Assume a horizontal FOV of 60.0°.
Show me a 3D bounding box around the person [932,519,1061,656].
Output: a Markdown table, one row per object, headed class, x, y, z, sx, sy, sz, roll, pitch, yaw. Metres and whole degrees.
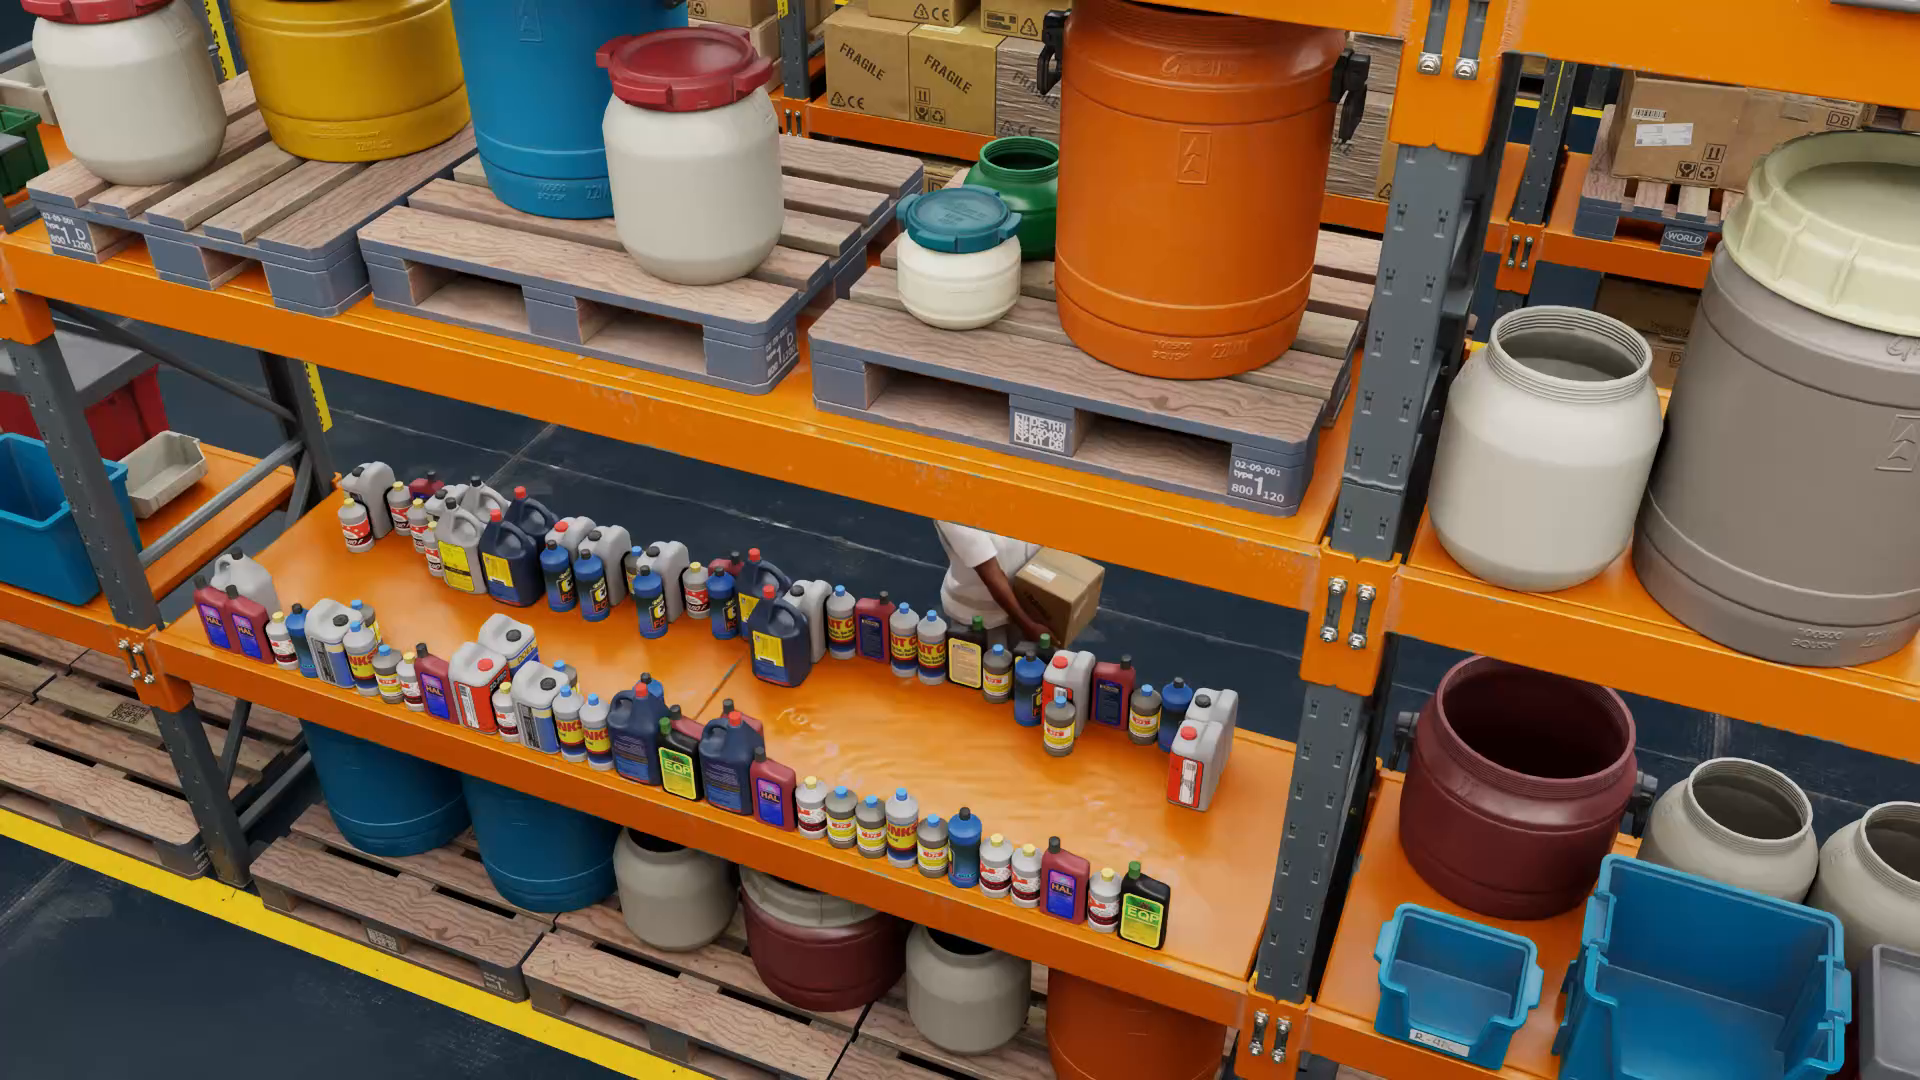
| class | x | y | z | sx | sy | sz | roll | pitch | yaw |
| --- | --- | --- | --- | --- | --- | --- | --- | --- | --- |
| person | 0.217 | 0.260 | 6.463 | 0.575 | 1.760 | 0.504 | 22 | 42 | 26 |
